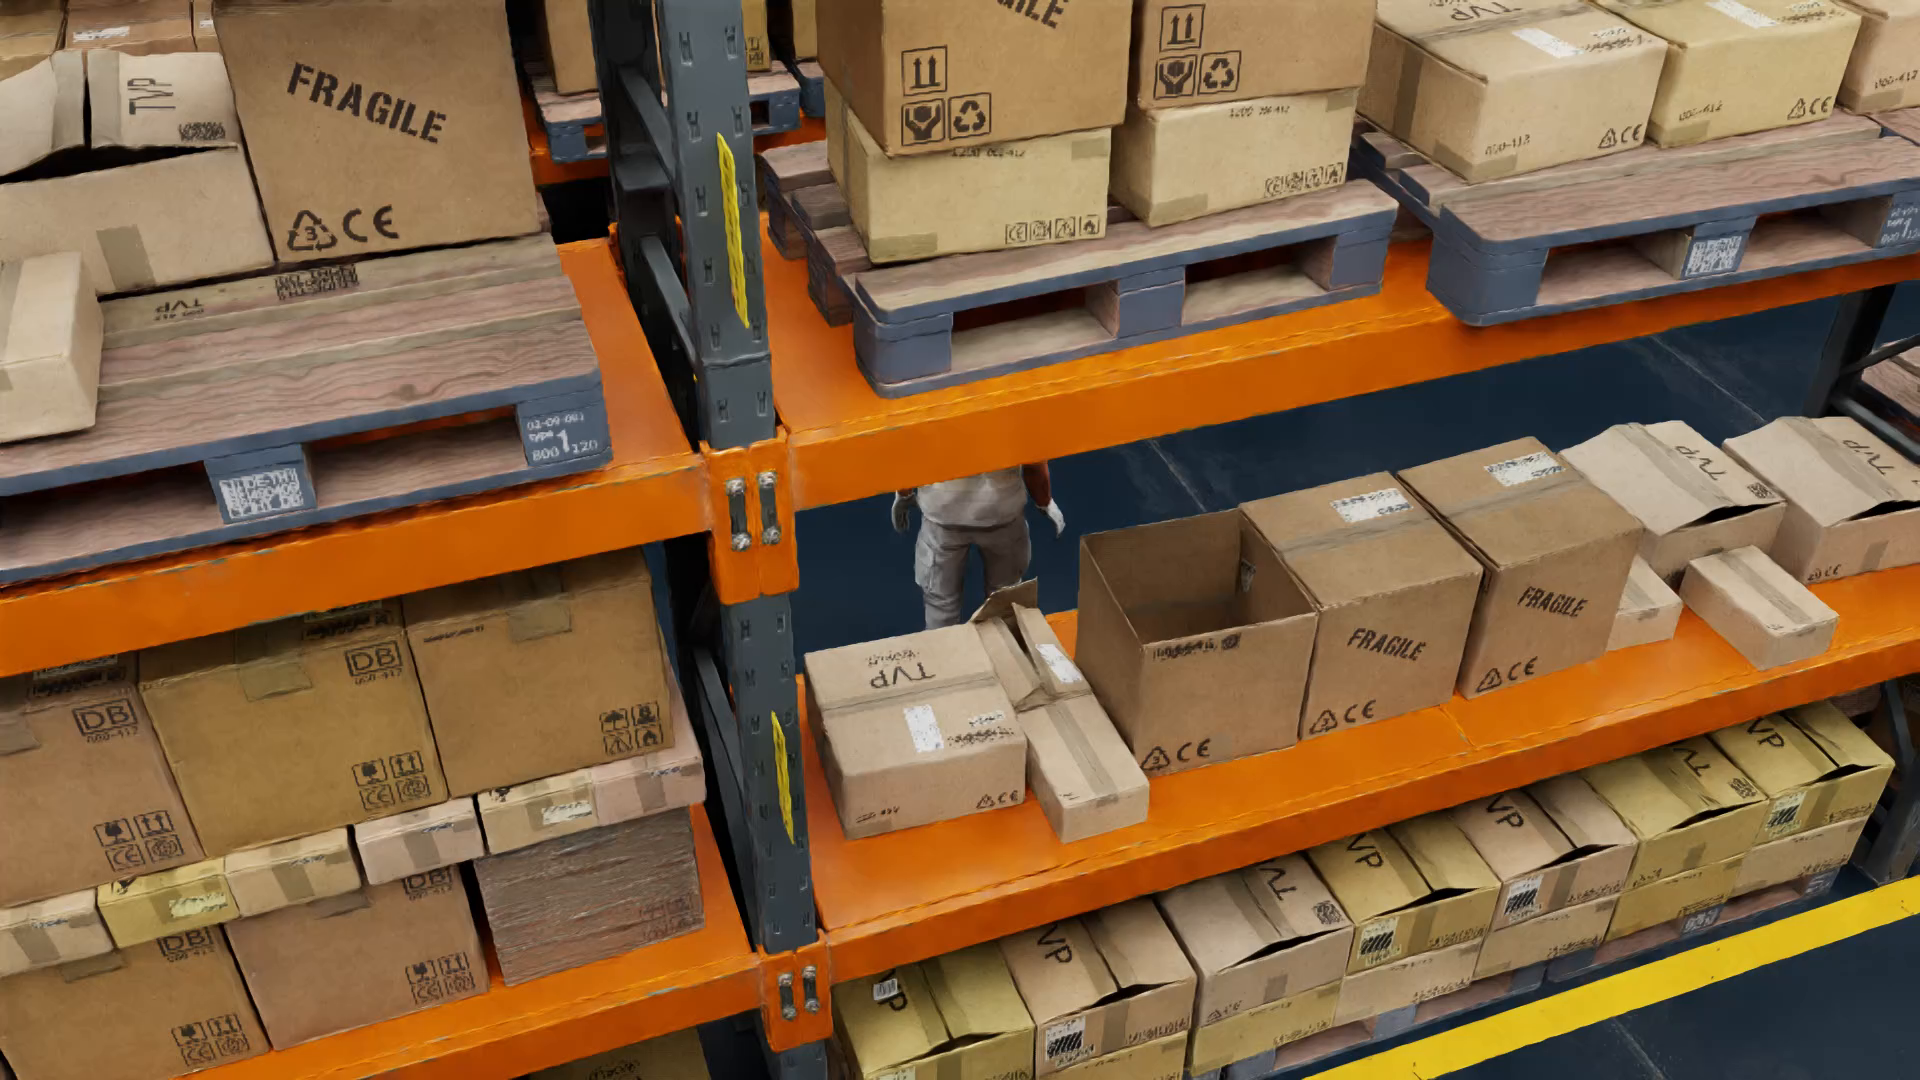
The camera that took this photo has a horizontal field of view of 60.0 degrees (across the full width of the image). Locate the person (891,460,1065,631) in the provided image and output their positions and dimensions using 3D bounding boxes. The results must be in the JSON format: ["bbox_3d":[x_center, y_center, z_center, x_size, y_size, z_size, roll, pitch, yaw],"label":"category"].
[{"bbox_3d":[0.068,-0.153,6.289,0.663,1.786,0.569,2,37,3],"label":"person"}]
